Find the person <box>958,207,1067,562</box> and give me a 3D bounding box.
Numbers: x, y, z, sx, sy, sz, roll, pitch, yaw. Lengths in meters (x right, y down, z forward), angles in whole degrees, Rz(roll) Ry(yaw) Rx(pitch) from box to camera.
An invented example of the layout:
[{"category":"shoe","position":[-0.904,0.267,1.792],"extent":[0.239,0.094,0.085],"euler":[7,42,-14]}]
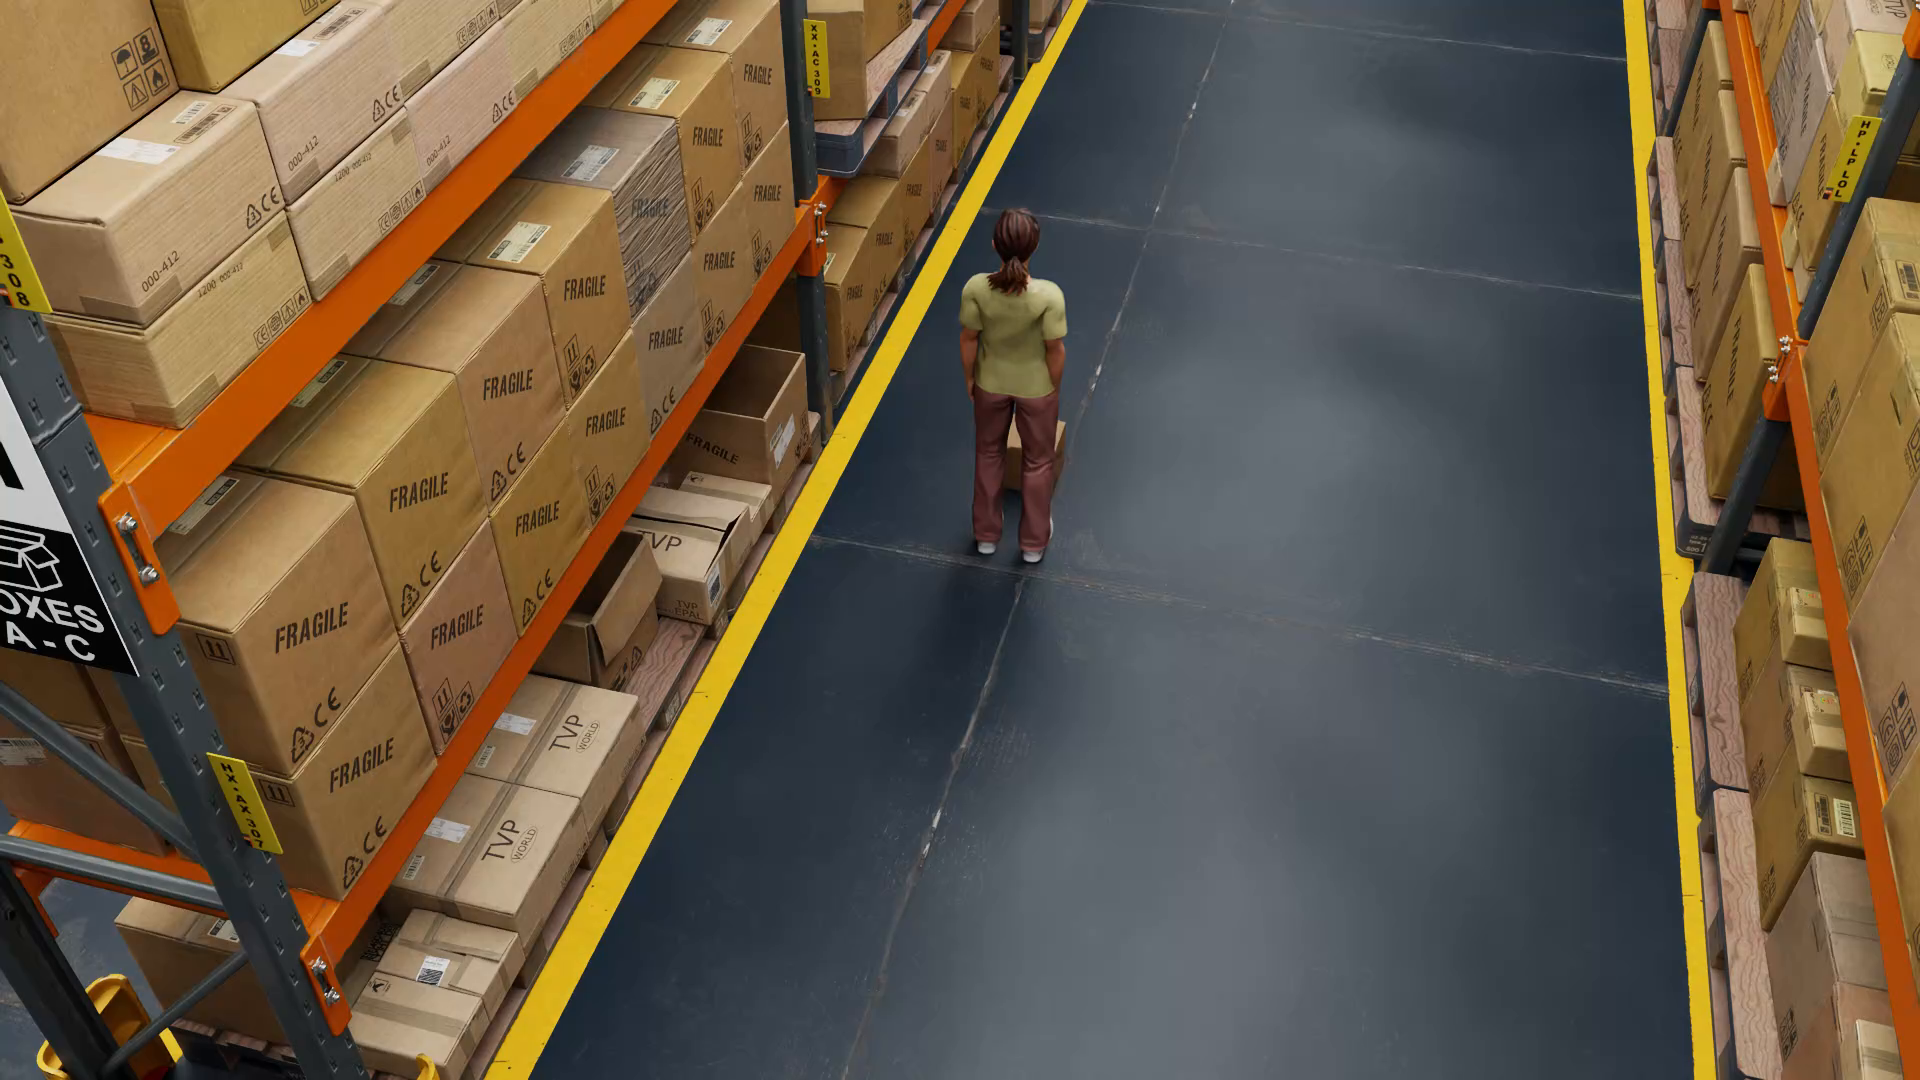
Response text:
[{"category":"person","position":[0.218,-0.624,6.878],"extent":[0.442,1.670,0.364],"euler":[9,42,10]}]
